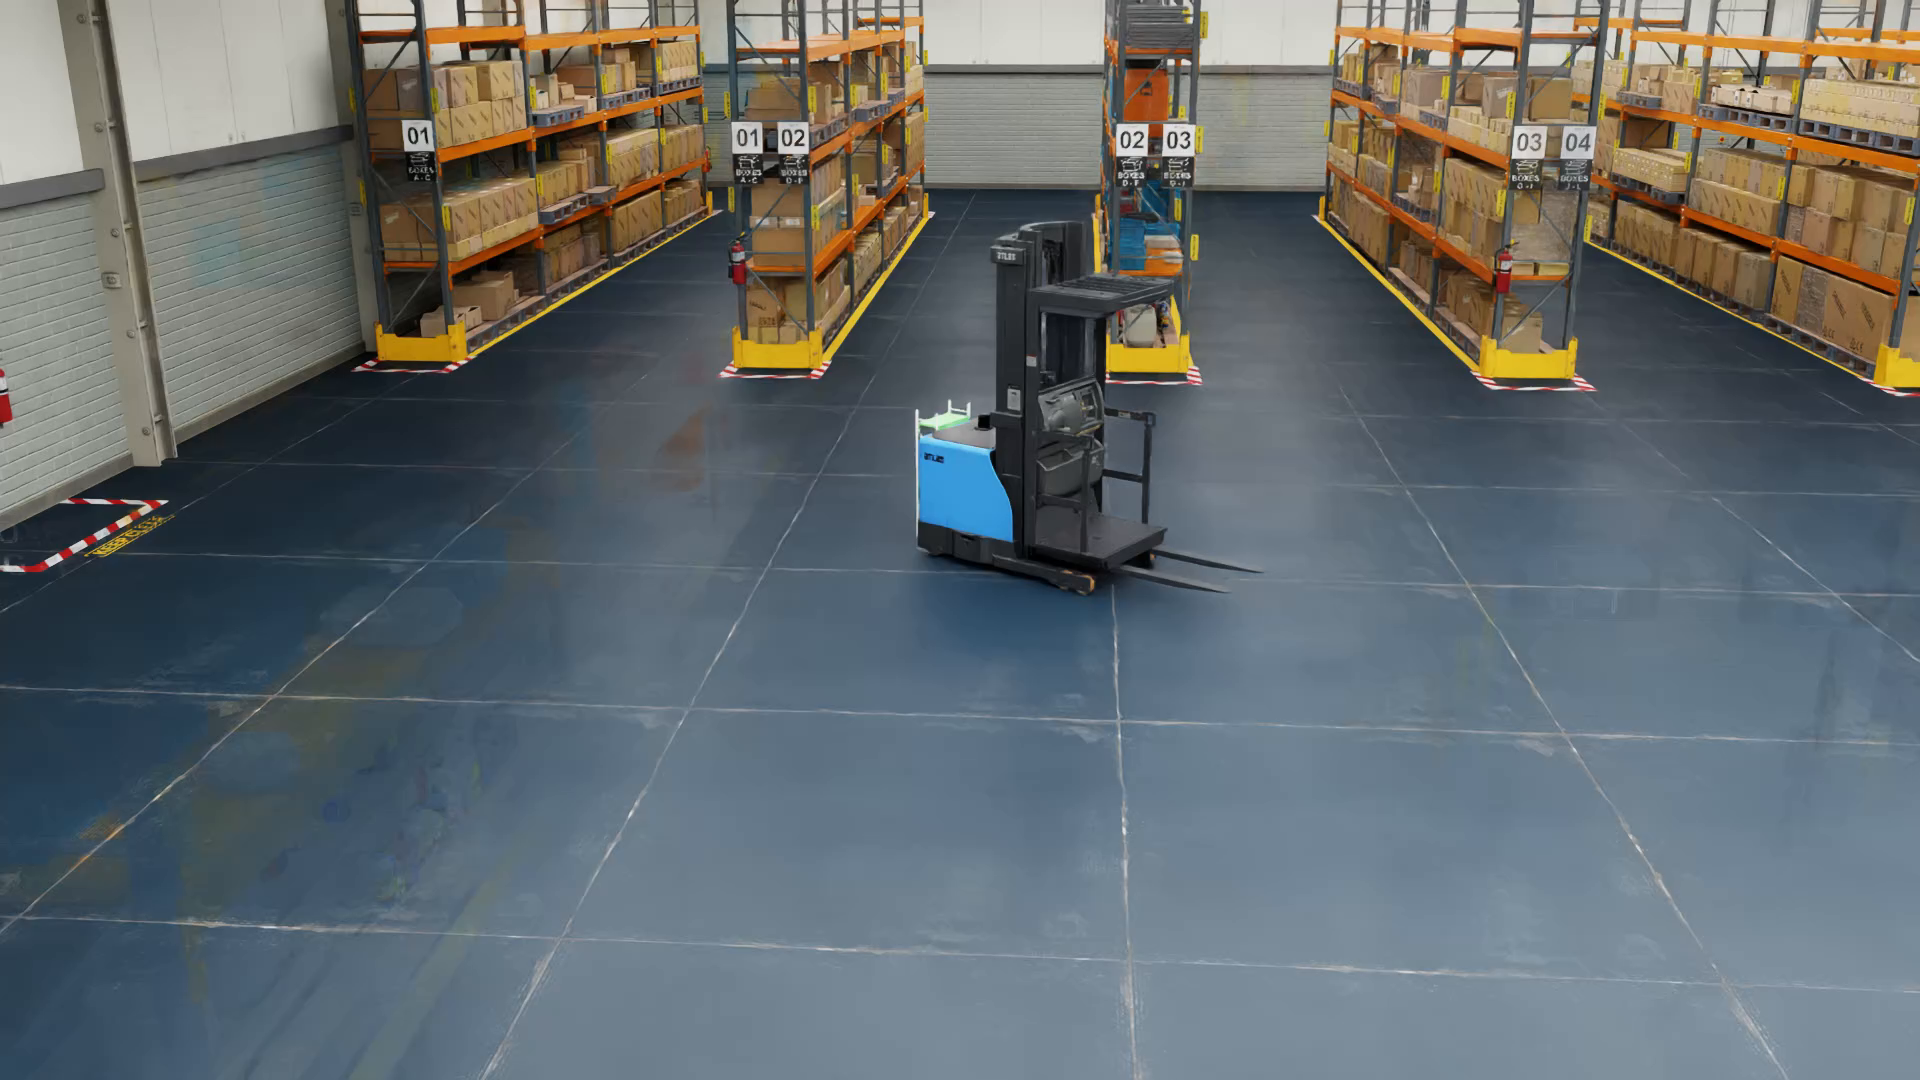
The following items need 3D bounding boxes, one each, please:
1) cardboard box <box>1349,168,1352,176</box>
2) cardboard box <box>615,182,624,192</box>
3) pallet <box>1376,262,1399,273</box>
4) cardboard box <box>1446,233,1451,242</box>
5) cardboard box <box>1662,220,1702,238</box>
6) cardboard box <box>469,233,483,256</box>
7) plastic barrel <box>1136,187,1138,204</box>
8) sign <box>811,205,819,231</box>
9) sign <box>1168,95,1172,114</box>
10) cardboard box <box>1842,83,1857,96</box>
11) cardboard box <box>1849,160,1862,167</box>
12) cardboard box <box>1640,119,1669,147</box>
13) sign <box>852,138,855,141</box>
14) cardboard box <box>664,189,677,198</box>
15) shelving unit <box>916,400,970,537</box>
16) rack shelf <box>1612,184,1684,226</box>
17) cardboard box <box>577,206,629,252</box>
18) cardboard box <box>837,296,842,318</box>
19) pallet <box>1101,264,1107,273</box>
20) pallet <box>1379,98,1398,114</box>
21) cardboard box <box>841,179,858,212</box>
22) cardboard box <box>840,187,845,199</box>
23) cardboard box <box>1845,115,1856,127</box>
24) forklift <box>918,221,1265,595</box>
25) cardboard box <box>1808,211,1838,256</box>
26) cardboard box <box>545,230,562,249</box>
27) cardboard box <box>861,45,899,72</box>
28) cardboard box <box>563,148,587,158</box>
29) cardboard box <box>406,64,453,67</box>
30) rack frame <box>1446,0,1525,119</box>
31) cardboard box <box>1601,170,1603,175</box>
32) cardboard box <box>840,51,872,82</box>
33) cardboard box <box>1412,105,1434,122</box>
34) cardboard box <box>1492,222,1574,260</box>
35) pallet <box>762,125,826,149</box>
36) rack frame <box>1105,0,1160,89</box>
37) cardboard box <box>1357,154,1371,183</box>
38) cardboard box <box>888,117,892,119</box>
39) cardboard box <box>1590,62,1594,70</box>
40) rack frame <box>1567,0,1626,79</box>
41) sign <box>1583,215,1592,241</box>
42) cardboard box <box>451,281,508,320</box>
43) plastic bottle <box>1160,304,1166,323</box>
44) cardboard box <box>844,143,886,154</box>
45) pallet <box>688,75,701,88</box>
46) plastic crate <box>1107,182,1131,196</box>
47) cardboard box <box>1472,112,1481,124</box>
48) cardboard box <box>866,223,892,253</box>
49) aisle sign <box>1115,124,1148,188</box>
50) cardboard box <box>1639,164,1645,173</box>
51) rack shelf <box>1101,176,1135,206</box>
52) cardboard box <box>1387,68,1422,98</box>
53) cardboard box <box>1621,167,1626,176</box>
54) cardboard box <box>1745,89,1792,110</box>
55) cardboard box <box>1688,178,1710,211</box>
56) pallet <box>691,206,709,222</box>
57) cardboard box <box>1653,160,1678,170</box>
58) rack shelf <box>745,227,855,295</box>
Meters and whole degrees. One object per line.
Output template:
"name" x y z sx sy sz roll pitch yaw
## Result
"cardboard box" 8.004 -7.356 33.284 0.380 0.149 0.250 2 18 5
"cardboard box" -6.433 -6.528 30.727 0.380 0.149 0.250 2 18 6
"pallet" 8.135 -4.969 30.074 1.003 0.211 1.213 1 18 4
"cardboard box" 7.380 -4.473 24.487 0.380 0.149 0.250 1 18 4
"cardboard box" 12.731 -5.495 29.337 0.500 0.250 0.500 1 18 3
"cardboard box" -7.017 -4.142 23.282 0.500 0.250 0.500 1 18 2
"plastic barrel" 3.203 -5.890 28.228 0.421 0.512 0.421 0 18 0
"sign" -1.897 -4.223 21.803 0.100 0.325 0.005 1 18 4
"sign" 3.613 -7.527 28.754 0.100 0.325 0.005 1 18 4
"cardboard box" 12.202 -6.097 22.511 0.380 0.149 0.250 1 18 4
"cardboard box" 17.985 -7.429 32.944 0.500 0.500 0.500 1 18 3
"cardboard box" 13.506 -7.949 32.449 0.500 0.500 0.500 2 18 5
"sign" -2.132 -7.936 33.262 0.100 0.325 0.005 1 18 4
"cardboard box" -6.169 -7.277 34.938 0.380 0.149 0.250 2 18 6
"shelving unit" -0.153 -0.641 15.278 0.258 1.200 0.503 13 22 34
"rack shelf" 13.087 -6.188 30.472 1.077 0.370 4.000 1 18 4
"cardboard box" -6.634 -5.786 30.868 0.750 0.750 0.750 1 18 3
"cardboard box" -2.046 -3.464 24.745 0.500 0.250 0.500 1 18 4
"pallet" 2.969 -4.596 28.938 1.003 0.211 1.213 1 18 4
"pallet" 7.997 -7.587 29.074 1.213 0.211 1.003 2 18 6
"cardboard box" -1.981 -5.799 27.969 0.500 0.500 0.500 0 18 1
"cardboard box" -1.969 -5.297 25.396 0.380 0.149 0.250 1 18 4
"cardboard box" 12.183 -5.641 22.400 0.380 0.149 0.250 2 18 5
"forklift" 1.111 -1.125 13.975 3.031 2.935 1.130 13 22 34
"cardboard box" 12.469 -4.286 23.272 0.875 0.550 0.550 1 18 4
"cardboard box" -7.007 -5.045 27.933 0.500 0.250 0.500 1 18 2
"cardboard box" -1.593 -9.615 33.193 0.700 0.500 0.500 1 18 4
"cardboard box" -6.813 -6.839 29.396 0.380 0.149 0.250 -1 18 -3
"cardboard box" -7.492 -6.473 23.572 0.500 0.500 0.500 1 18 4
"rack frame" 7.717 -7.659 24.172 1.000 3.000 0.127 1 18 4
"cardboard box" 13.093 -7.368 33.322 0.380 0.149 0.250 1 18 2
"cardboard box" -1.839 -8.356 29.351 0.500 0.500 0.500 1 18 4
"cardboard box" 7.652 -6.945 27.051 0.500 0.250 0.500 2 18 5
"cardboard box" 7.497 -3.925 21.773 0.875 0.500 0.500 1 18 4
"pallet" -2.374 -5.391 22.209 1.003 0.211 1.213 1 18 4
"rack frame" 3.350 -10.254 32.092 1.000 3.000 0.127 1 18 4
"cardboard box" 8.008 -7.203 32.255 0.500 0.500 0.500 1 18 4
"cardboard box" -1.704 -8.673 35.134 0.500 0.500 0.500 1 18 3
"cardboard box" 13.093 -9.680 33.954 0.380 0.149 0.250 2 18 6
"rack frame" 13.517 -11.244 35.113 1.000 3.000 0.127 1 18 4
"sign" 7.971 -3.965 21.143 0.100 0.325 0.005 1 18 4
"cardboard box" -7.109 -3.535 24.530 0.700 0.500 0.500 0 18 0
"plastic bottle" 2.963 -3.283 24.126 0.097 0.271 0.097 0 18 0
"cardboard box" -1.833 -7.405 32.197 0.700 0.500 0.500 4 19 13
"pallet" -6.287 -10.019 36.336 1.003 0.211 1.213 1 18 4
"plastic crate" 2.642 -5.696 27.714 0.402 0.464 0.583 1 18 4
"cardboard box" 7.330 -5.852 23.075 0.380 0.149 0.250 1 18 3
"cardboard box" -1.527 -5.592 30.806 0.500 0.500 0.500 1 18 2
"aisle sign" 2.189 -4.896 21.200 0.394 0.787 0.004 1 18 4
"cardboard box" 12.633 -6.774 30.358 0.380 0.149 0.250 1 18 3
"rack shelf" 3.207 -6.440 31.243 1.077 0.370 4.000 1 18 4
"cardboard box" 7.950 -8.184 29.757 0.500 0.500 0.500 2 18 7
"cardboard box" 12.708 -6.955 31.387 0.380 0.149 0.250 1 18 4
"cardboard box" 12.563 -6.845 25.815 0.500 0.311 0.500 1 18 2
"cardboard box" 12.642 -5.822 28.041 0.500 0.500 0.500 1 18 5
"pallet" -6.224 -7.292 37.164 1.003 0.211 1.213 1 18 4
"cardboard box" 12.576 -6.676 29.580 0.380 0.149 0.250 2 18 6
"rack shelf" -2.307 -4.067 24.001 1.077 0.370 4.000 1 18 4
